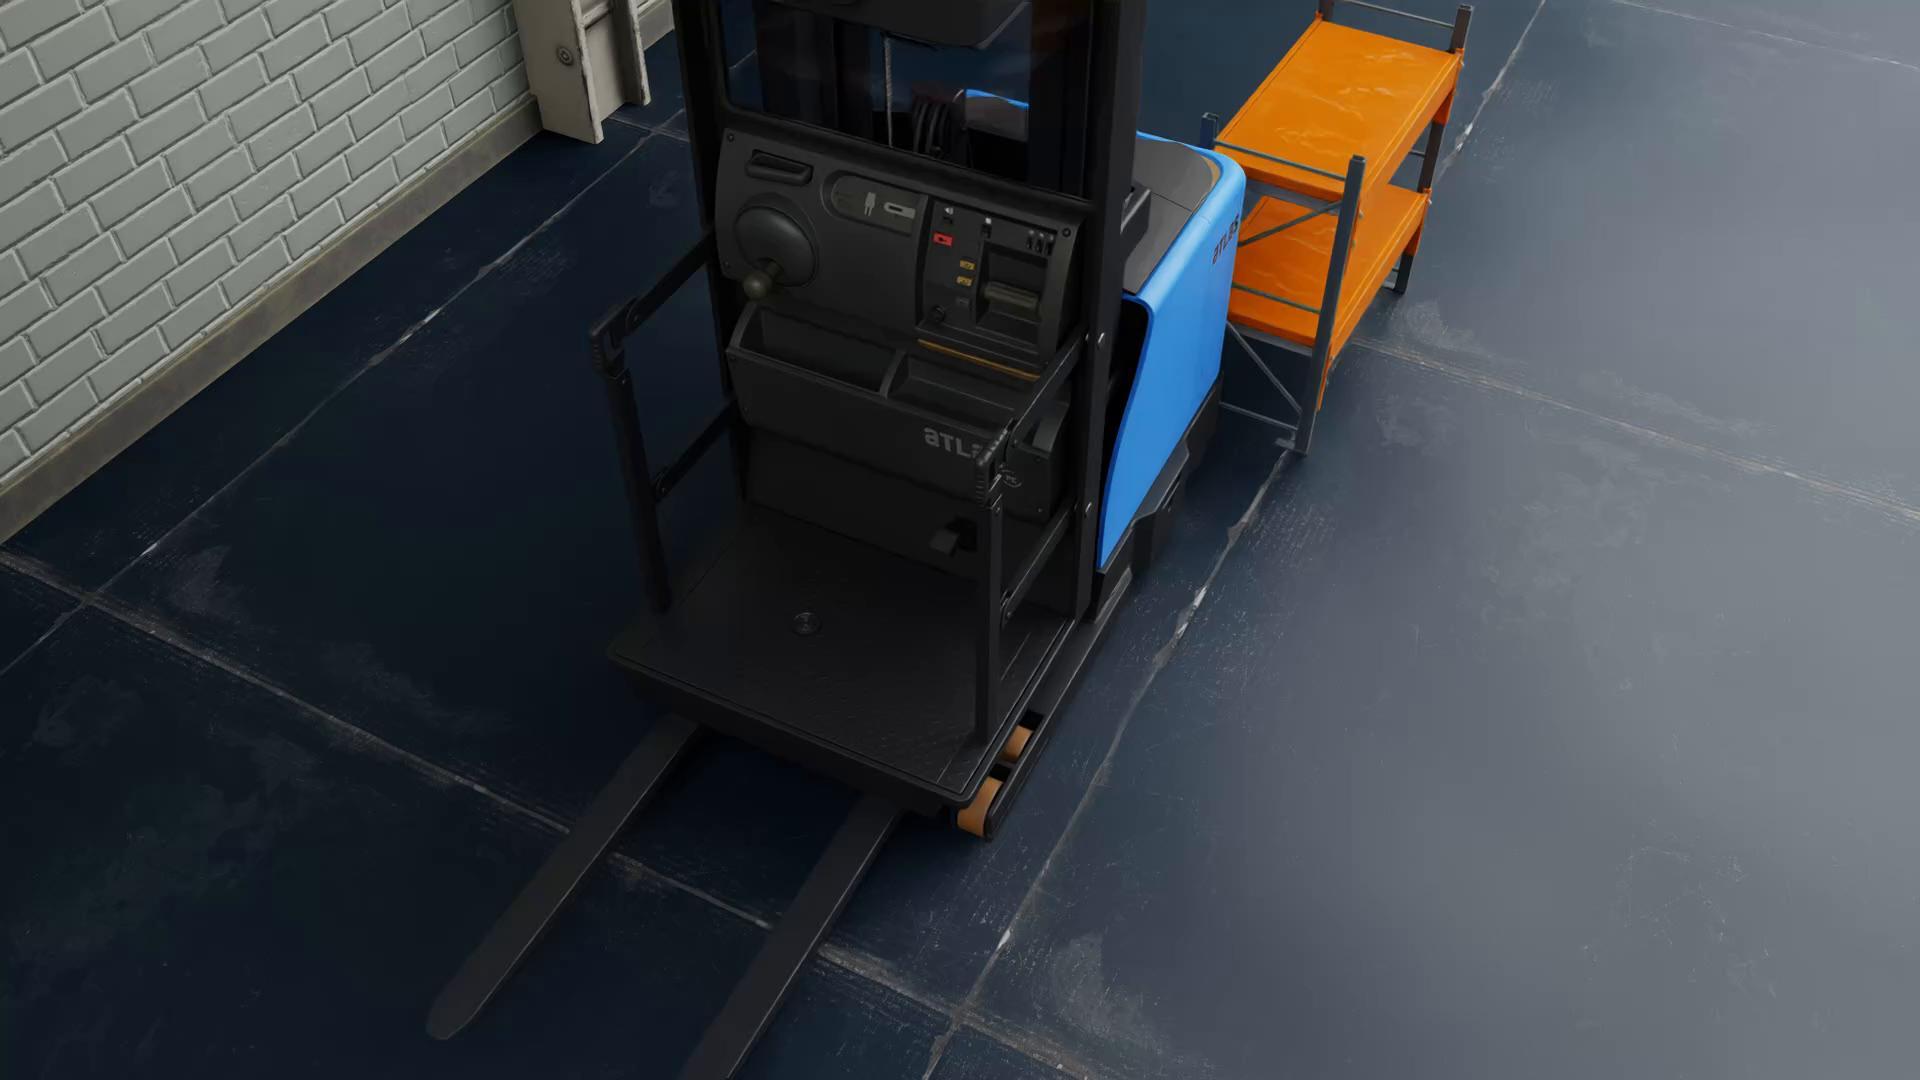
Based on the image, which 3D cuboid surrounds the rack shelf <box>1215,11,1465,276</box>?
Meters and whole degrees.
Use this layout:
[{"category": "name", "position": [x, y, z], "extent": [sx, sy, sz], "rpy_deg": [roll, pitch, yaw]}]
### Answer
[{"category": "rack shelf", "position": [1.187, -1.295, 5.327], "extent": [0.538, 0.278, 1.000], "rpy_deg": [22, 49, 20]}]

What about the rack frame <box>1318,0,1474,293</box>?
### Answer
[{"category": "rack frame", "position": [1.436, -1.404, 5.847], "extent": [0.500, 1.125, 0.032], "rpy_deg": [22, 49, 20]}]

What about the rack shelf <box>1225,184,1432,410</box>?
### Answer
[{"category": "rack shelf", "position": [1.187, -0.917, 5.709], "extent": [0.538, 0.278, 1.000], "rpy_deg": [22, 49, 20]}]

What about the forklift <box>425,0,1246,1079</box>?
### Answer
[{"category": "forklift", "position": [-0.259, -0.602, 3.785], "extent": [1.130, 2.935, 3.031], "rpy_deg": [19, 48, 18]}]

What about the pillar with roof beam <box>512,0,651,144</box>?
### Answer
[{"category": "pillar with roof beam", "position": [2.268, -3.550, 2.432], "extent": [9.100, 9.000, 0.400], "rpy_deg": [20, 49, 19]}]

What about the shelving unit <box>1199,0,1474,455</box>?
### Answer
[{"category": "shelving unit", "position": [1.187, -1.089, 5.535], "extent": [0.538, 1.125, 1.048], "rpy_deg": [22, 49, 20]}]

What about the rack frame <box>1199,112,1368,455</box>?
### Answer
[{"category": "rack frame", "position": [0.939, -0.774, 5.224], "extent": [0.500, 1.125, 0.032], "rpy_deg": [22, 49, 20]}]
